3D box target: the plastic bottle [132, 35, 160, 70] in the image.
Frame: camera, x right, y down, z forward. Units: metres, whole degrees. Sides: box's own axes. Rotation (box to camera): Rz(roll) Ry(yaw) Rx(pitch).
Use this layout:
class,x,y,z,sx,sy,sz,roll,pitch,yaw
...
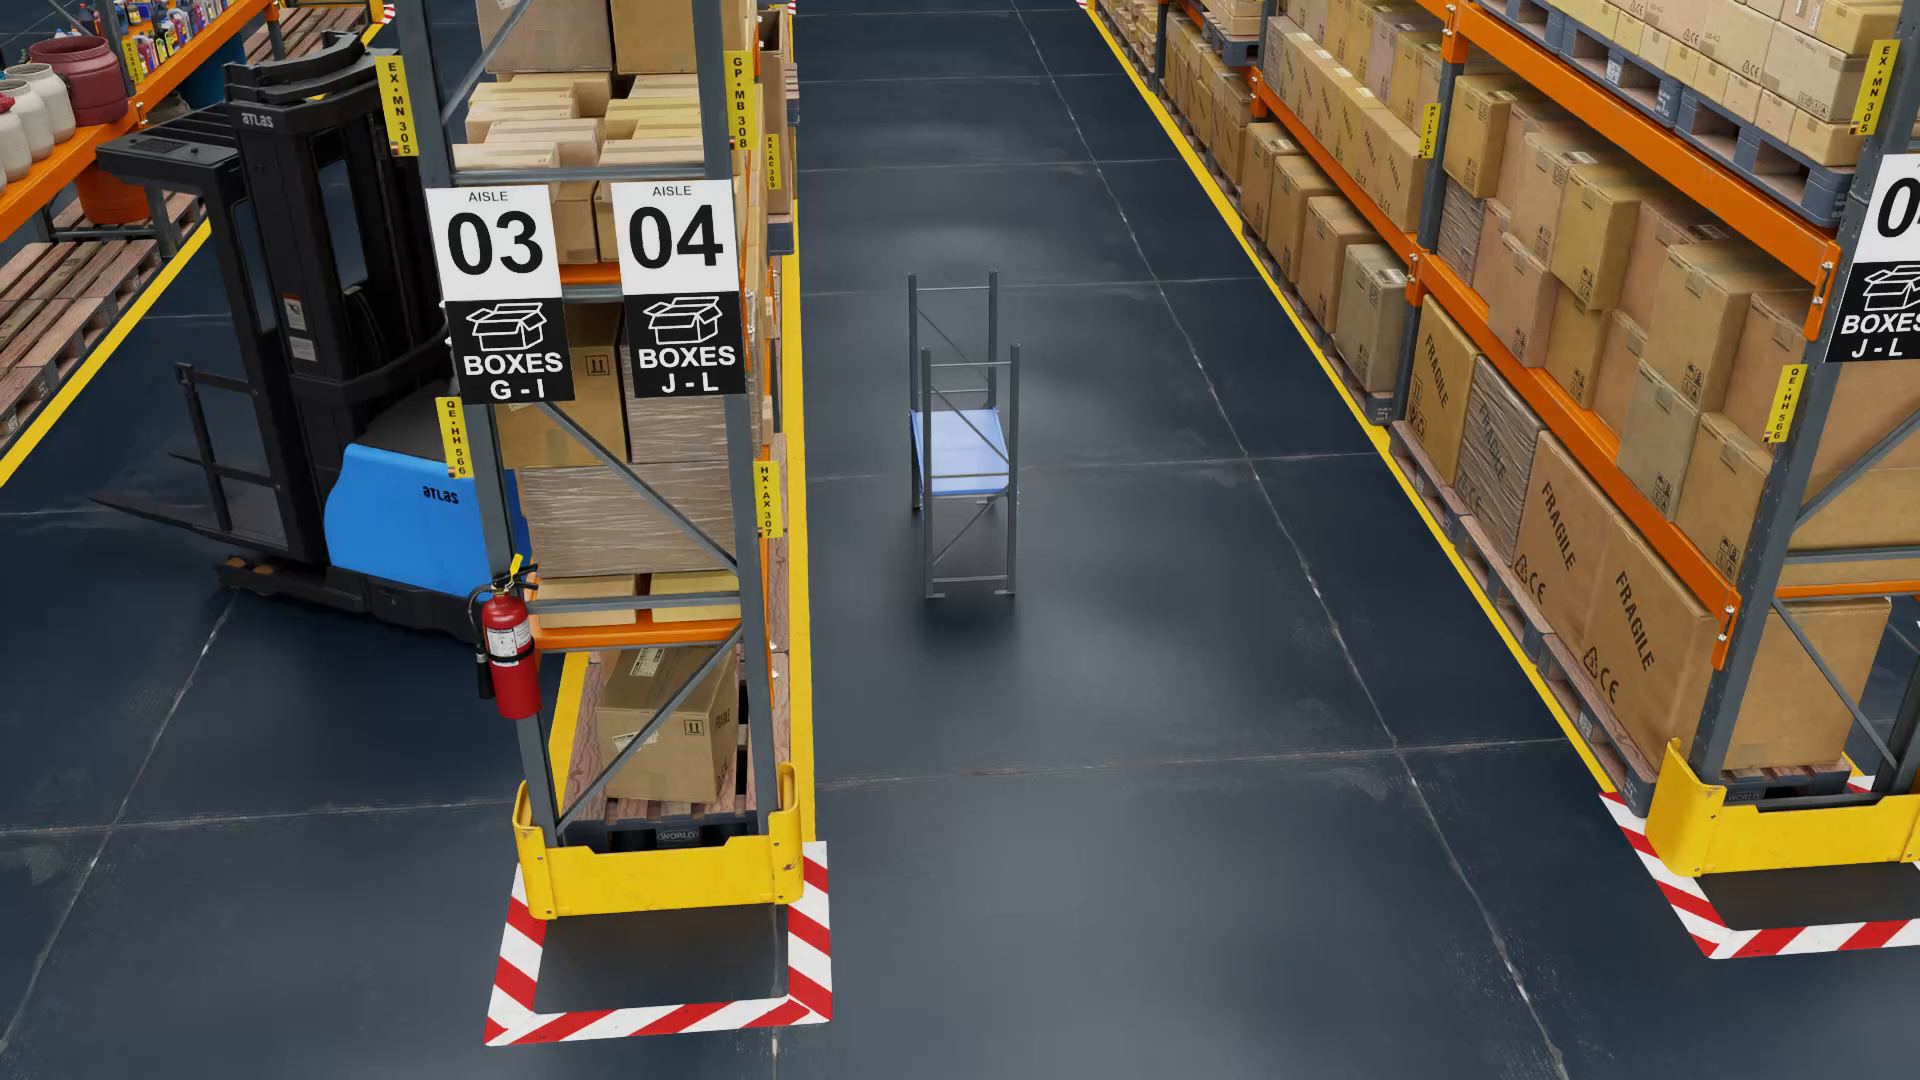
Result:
class,x,y,z,sx,sy,sz,roll,pitch,yaw
plastic bottle,-6.703,-4.018,13.673,0.152,0.276,0.135,-3,31,-5

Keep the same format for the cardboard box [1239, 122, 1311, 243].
class,x,y,z,sx,sy,sz,roll,pitch,yaw
cardboard box,2.905,-2.922,13.500,1.050,0.750,0.750,-3,31,-5

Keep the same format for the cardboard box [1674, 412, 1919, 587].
class,x,y,z,sx,sy,sz,roll,pitch,yaw
cardboard box,3.605,-0.190,6.996,0.875,0.550,0.550,-3,31,-5

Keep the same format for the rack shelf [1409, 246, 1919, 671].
class,x,y,z,sx,sy,sz,roll,pitch,yaw
rack shelf,3.498,-0.650,8.615,1.077,0.370,4.000,-3,31,-5

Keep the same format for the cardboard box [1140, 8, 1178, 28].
class,x,y,z,sx,sy,sz,roll,pitch,yaw
cardboard box,2.178,-5.701,18.159,0.380,0.149,0.250,-3,31,-5

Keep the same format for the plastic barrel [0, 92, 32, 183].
class,x,y,z,sx,sy,sz,roll,pitch,yaw
plastic barrel,-6.547,-2.710,11.229,0.433,0.535,0.433,0,31,0

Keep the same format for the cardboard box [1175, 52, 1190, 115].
class,x,y,z,sx,sy,sz,roll,pitch,yaw
cardboard box,2.420,-4.512,16.406,0.500,0.500,0.500,-1,31,-2

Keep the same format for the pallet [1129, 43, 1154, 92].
class,x,y,z,sx,sy,sz,roll,pitch,yaw
pallet,2.466,-5.209,18.264,1.003,0.211,1.213,-3,31,-5

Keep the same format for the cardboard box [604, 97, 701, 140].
class,x,y,z,sx,sy,sz,roll,pitch,yaw
cardboard box,-1.132,-1.558,6.266,0.380,0.149,0.250,-3,31,-5

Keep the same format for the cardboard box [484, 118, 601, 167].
class,x,y,z,sx,sy,sz,roll,pitch,yaw
cardboard box,-1.507,-1.412,6.021,0.380,0.149,0.250,-4,31,-6

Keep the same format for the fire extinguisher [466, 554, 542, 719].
class,x,y,z,sx,sy,sz,roll,pitch,yaw
fire extinguisher,-1.711,0.362,6.294,0.296,0.674,0.183,-3,31,-5

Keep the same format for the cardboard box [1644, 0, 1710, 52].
class,x,y,z,sx,sy,sz,roll,pitch,yaw
cardboard box,3.269,-2.260,7.033,0.500,0.250,0.500,-3,31,-5

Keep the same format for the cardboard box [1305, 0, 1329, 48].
class,x,y,z,sx,sy,sz,roll,pitch,yaw
cardboard box,3.018,-4.007,12.460,0.700,0.500,0.500,-3,31,-5

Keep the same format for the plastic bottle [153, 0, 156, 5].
class,x,y,z,sx,sy,sz,roll,pitch,yaw
plastic bottle,-7.617,-5.146,15.562,0.152,0.276,0.135,-3,31,-5

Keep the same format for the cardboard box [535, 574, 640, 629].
class,x,y,z,sx,sy,sz,roll,pitch,yaw
cardboard box,-1.495,0.220,6.701,0.380,0.149,0.250,-3,31,-5

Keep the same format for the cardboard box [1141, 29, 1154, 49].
class,x,y,z,sx,sy,sz,roll,pitch,yaw
cardboard box,2.180,-5.432,17.999,0.380,0.149,0.250,-4,31,-7

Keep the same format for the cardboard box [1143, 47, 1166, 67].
class,x,y,z,sx,sy,sz,roll,pitch,yaw
cardboard box,2.188,-5.205,17.909,0.380,0.149,0.250,-2,31,-4

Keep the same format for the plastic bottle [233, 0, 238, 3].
class,x,y,z,sx,sy,sz,roll,pitch,yaw
plastic bottle,-6.922,-5.216,15.678,0.152,0.276,0.135,-3,31,-5

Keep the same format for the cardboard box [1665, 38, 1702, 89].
class,x,y,z,sx,sy,sz,roll,pitch,yaw
cardboard box,3.222,-2.014,7.010,0.380,0.149,0.250,-3,31,-5

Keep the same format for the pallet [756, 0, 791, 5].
class,x,y,z,sx,sy,sz,roll,pitch,yaw
pallet,-1.588,-3.321,9.644,1.213,0.211,1.003,-3,31,-5

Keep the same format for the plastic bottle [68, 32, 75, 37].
class,x,y,z,sx,sy,sz,roll,pitch,yaw
plastic bottle,-7.472,-4.176,14.009,0.097,0.201,0.097,0,31,0

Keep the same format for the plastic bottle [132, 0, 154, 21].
class,x,y,z,sx,sy,sz,roll,pitch,yaw
plastic bottle,-7.413,-4.868,15.096,0.152,0.276,0.135,-3,31,-5

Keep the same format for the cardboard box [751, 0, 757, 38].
class,x,y,z,sx,sy,sz,roll,pitch,yaw
cardboard box,-1.334,-2.797,8.729,0.500,0.250,0.500,-2,31,-3

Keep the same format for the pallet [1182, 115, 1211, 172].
class,x,y,z,sx,sy,sz,roll,pitch,yaw
pallet,2.755,-3.846,15.982,1.003,0.211,1.213,-3,31,-5

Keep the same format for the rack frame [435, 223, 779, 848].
class,x,y,z,sx,sy,sz,roll,pitch,yaw
rack frame,-1.262,0.248,6.409,1.000,3.000,0.127,-3,31,-5

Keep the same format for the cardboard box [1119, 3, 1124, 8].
class,x,y,z,sx,sy,sz,roll,pitch,yaw
cardboard box,2.090,-6.263,19.680,0.380,0.149,0.250,-3,31,-4

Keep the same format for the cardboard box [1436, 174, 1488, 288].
class,x,y,z,sx,sy,sz,roll,pitch,yaw
cardboard box,3.358,-1.857,9.787,0.875,0.550,0.550,-3,31,-5

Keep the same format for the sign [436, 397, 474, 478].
class,x,y,z,sx,sy,sz,roll,pitch,yaw
sign,-1.817,-0.368,6.004,0.100,0.325,0.005,-3,31,-5

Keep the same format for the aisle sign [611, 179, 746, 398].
class,x,y,z,sx,sy,sz,roll,pitch,yaw
aisle sign,-0.958,-0.851,5.714,0.394,0.787,0.004,-3,31,-5

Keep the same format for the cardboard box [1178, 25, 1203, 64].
class,x,y,z,sx,sy,sz,roll,pitch,yaw
cardboard box,2.422,-4.832,16.211,0.500,0.250,0.500,-2,31,-3

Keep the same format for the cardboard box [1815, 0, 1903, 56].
class,x,y,z,sx,sy,sz,roll,pitch,yaw
cardboard box,3.316,-1.839,5.939,0.380,0.149,0.250,-2,31,-4

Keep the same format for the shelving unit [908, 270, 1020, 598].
class,x,y,z,sx,sy,sz,roll,pitch,yaw
shelving unit,0.008,-0.600,9.292,0.538,1.500,1.048,-3,31,-5

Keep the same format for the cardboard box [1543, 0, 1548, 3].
class,x,y,z,sx,sy,sz,roll,pitch,yaw
cardboard box,3.078,-2.794,8.315,0.380,0.149,0.250,-3,31,-5

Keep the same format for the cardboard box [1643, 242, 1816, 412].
class,x,y,z,sx,sy,sz,roll,pitch,yaw
cardboard box,3.546,-0.934,7.188,0.875,0.550,0.550,-3,31,-5

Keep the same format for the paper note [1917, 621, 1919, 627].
class,x,y,z,sx,sy,sz,roll,pitch,yaw
paper note,5.233,0.477,8.923,0.144,0.017,0.142,8,32,13

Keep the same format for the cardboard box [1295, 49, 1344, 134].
class,x,y,z,sx,sy,sz,roll,pitch,yaw
cardboard box,2.808,-3.306,12.262,0.500,0.500,0.500,-3,31,-5

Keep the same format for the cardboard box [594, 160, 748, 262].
class,x,y,z,sx,sy,sz,roll,pitch,yaw
cardboard box,-1.050,-1.234,6.111,0.500,0.250,0.500,-2,31,-3

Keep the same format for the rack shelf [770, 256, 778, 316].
class,x,y,z,sx,sy,sz,roll,pitch,yaw
rack shelf,-1.823,-2.506,11.722,1.077,0.370,4.000,-3,31,-5

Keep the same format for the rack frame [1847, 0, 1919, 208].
class,x,y,z,sx,sy,sz,roll,pitch,yaw
rack frame,3.685,-2.513,5.182,1.000,3.000,0.127,-3,31,-5

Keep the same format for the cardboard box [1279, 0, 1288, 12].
class,x,y,z,sx,sy,sz,roll,pitch,yaw
cardboard box,3.020,-4.745,14.605,0.380,0.149,0.250,-1,31,-2

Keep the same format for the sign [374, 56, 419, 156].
class,x,y,z,sx,sy,sz,roll,pitch,yaw
sign,-1.817,-1.403,5.386,0.100,0.325,0.005,-3,31,-5

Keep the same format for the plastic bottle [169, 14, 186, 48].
class,x,y,z,sx,sy,sz,roll,pitch,yaw
plastic bottle,-6.722,-4.377,14.267,0.061,0.283,0.133,-3,31,-5

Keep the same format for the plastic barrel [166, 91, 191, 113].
class,x,y,z,sx,sy,sz,roll,pitch,yaw
plastic barrel,-7.251,-3.821,15.238,0.421,0.512,0.421,0,31,0

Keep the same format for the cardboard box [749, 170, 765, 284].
class,x,y,z,sx,sy,sz,roll,pitch,yaw
cardboard box,-1.183,-1.411,7.825,0.500,0.500,0.500,-3,31,-5

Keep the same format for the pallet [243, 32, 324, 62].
class,x,y,z,sx,sy,sz,roll,pitch,yaw
pallet,-7.539,-5.442,18.655,1.003,0.211,1.213,-3,31,-5

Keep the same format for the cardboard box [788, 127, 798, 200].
class,x,y,z,sx,sy,sz,roll,pitch,yaw
cardboard box,-2.054,-3.458,14.276,1.225,0.875,0.875,-4,31,-7

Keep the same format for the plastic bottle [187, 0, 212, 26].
class,x,y,z,sx,sy,sz,roll,pitch,yaw
plastic bottle,-6.841,-4.771,14.933,0.152,0.276,0.135,-3,31,-5

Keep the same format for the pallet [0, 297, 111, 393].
class,x,y,z,sx,sy,sz,roll,pitch,yaw
pallet,-6.797,-1.383,11.859,1.003,0.211,1.213,-3,31,-5

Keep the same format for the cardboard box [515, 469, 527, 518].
class,x,y,z,sx,sy,sz,roll,pitch,yaw
cardboard box,-1.453,-0.454,7.198,0.875,0.500,0.500,-3,31,-5

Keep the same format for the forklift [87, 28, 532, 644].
class,x,y,z,sx,sy,sz,roll,pitch,yaw
forklift,-3.595,-1.188,8.881,3.031,2.935,1.130,12,33,19
